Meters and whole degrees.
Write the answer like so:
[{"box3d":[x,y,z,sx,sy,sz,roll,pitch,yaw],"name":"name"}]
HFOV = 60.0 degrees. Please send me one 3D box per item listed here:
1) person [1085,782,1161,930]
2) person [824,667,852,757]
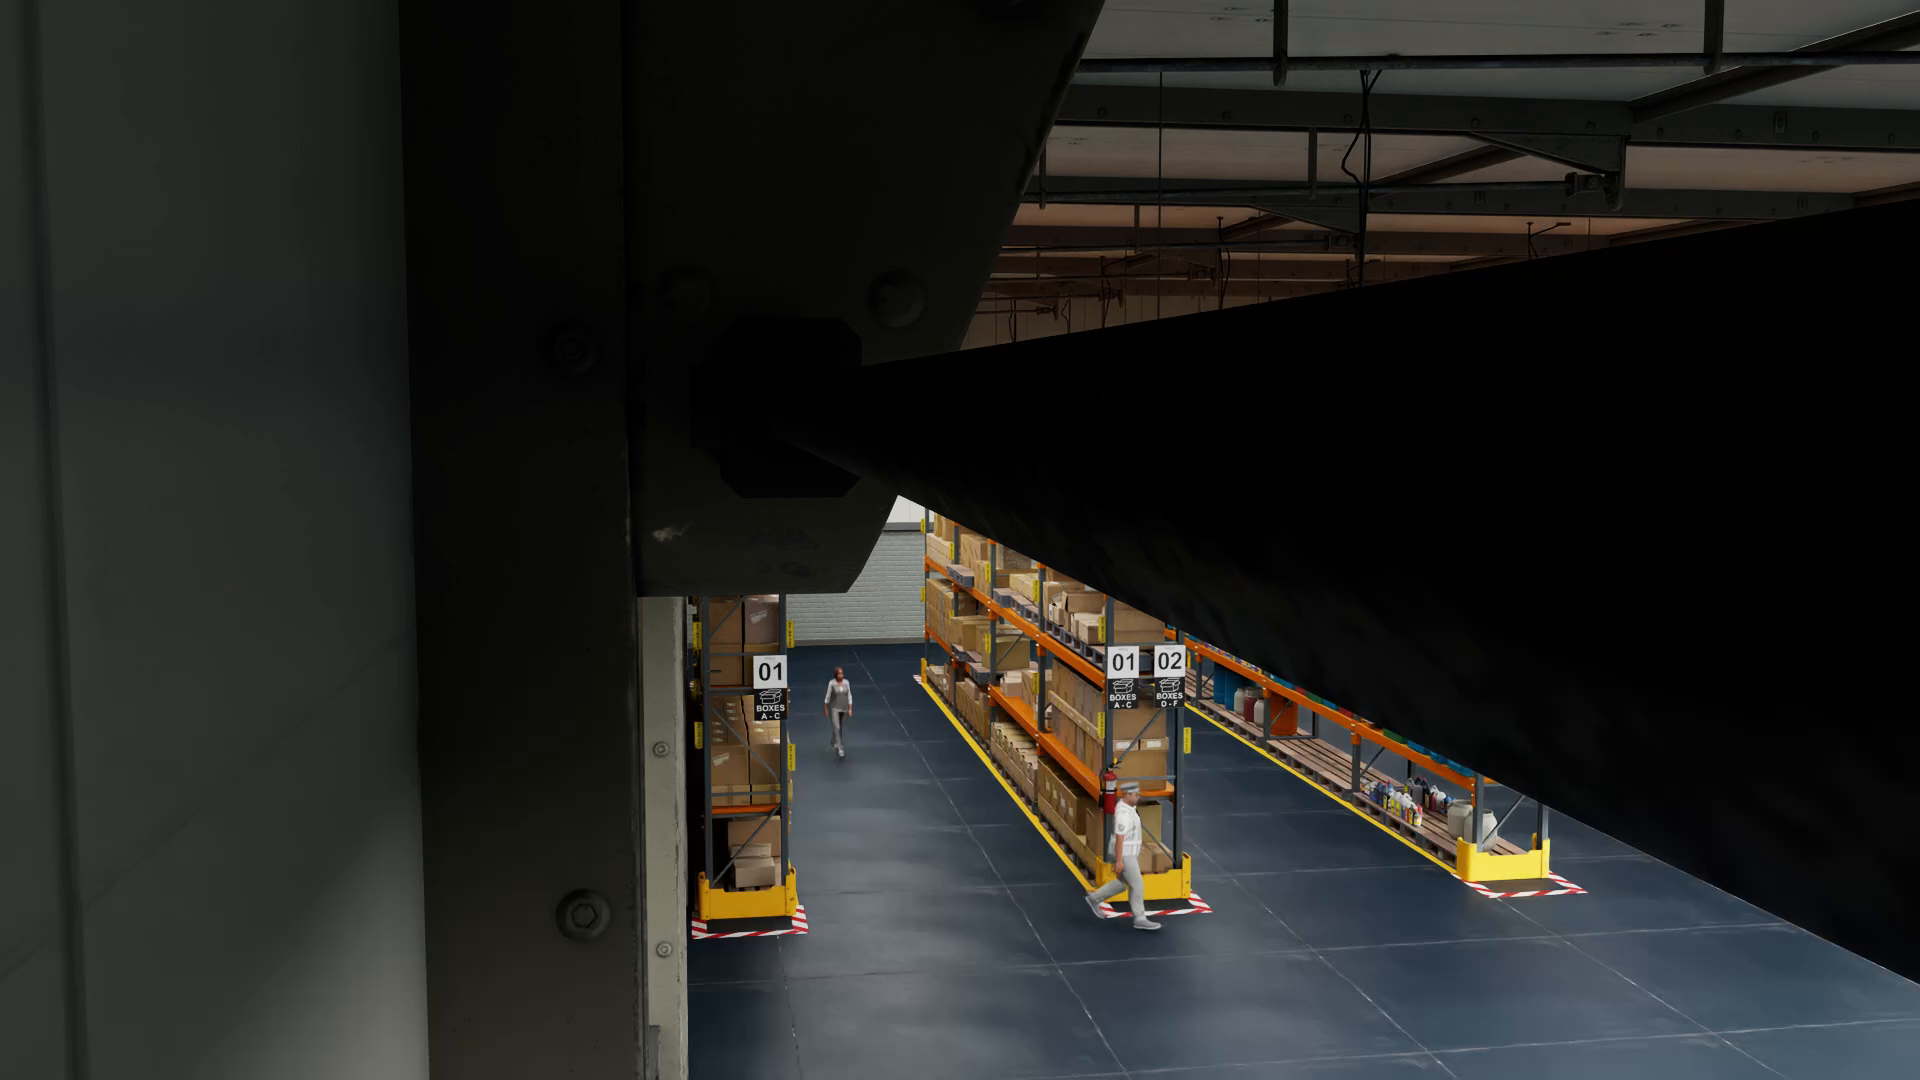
[{"box3d":[1.942,3.720,19.783,0.913,1.716,0.572,1,5,8],"name":"person"},{"box3d":[-2.102,2.982,29.042,0.452,1.543,0.969,-3,6,-31],"name":"person"}]
